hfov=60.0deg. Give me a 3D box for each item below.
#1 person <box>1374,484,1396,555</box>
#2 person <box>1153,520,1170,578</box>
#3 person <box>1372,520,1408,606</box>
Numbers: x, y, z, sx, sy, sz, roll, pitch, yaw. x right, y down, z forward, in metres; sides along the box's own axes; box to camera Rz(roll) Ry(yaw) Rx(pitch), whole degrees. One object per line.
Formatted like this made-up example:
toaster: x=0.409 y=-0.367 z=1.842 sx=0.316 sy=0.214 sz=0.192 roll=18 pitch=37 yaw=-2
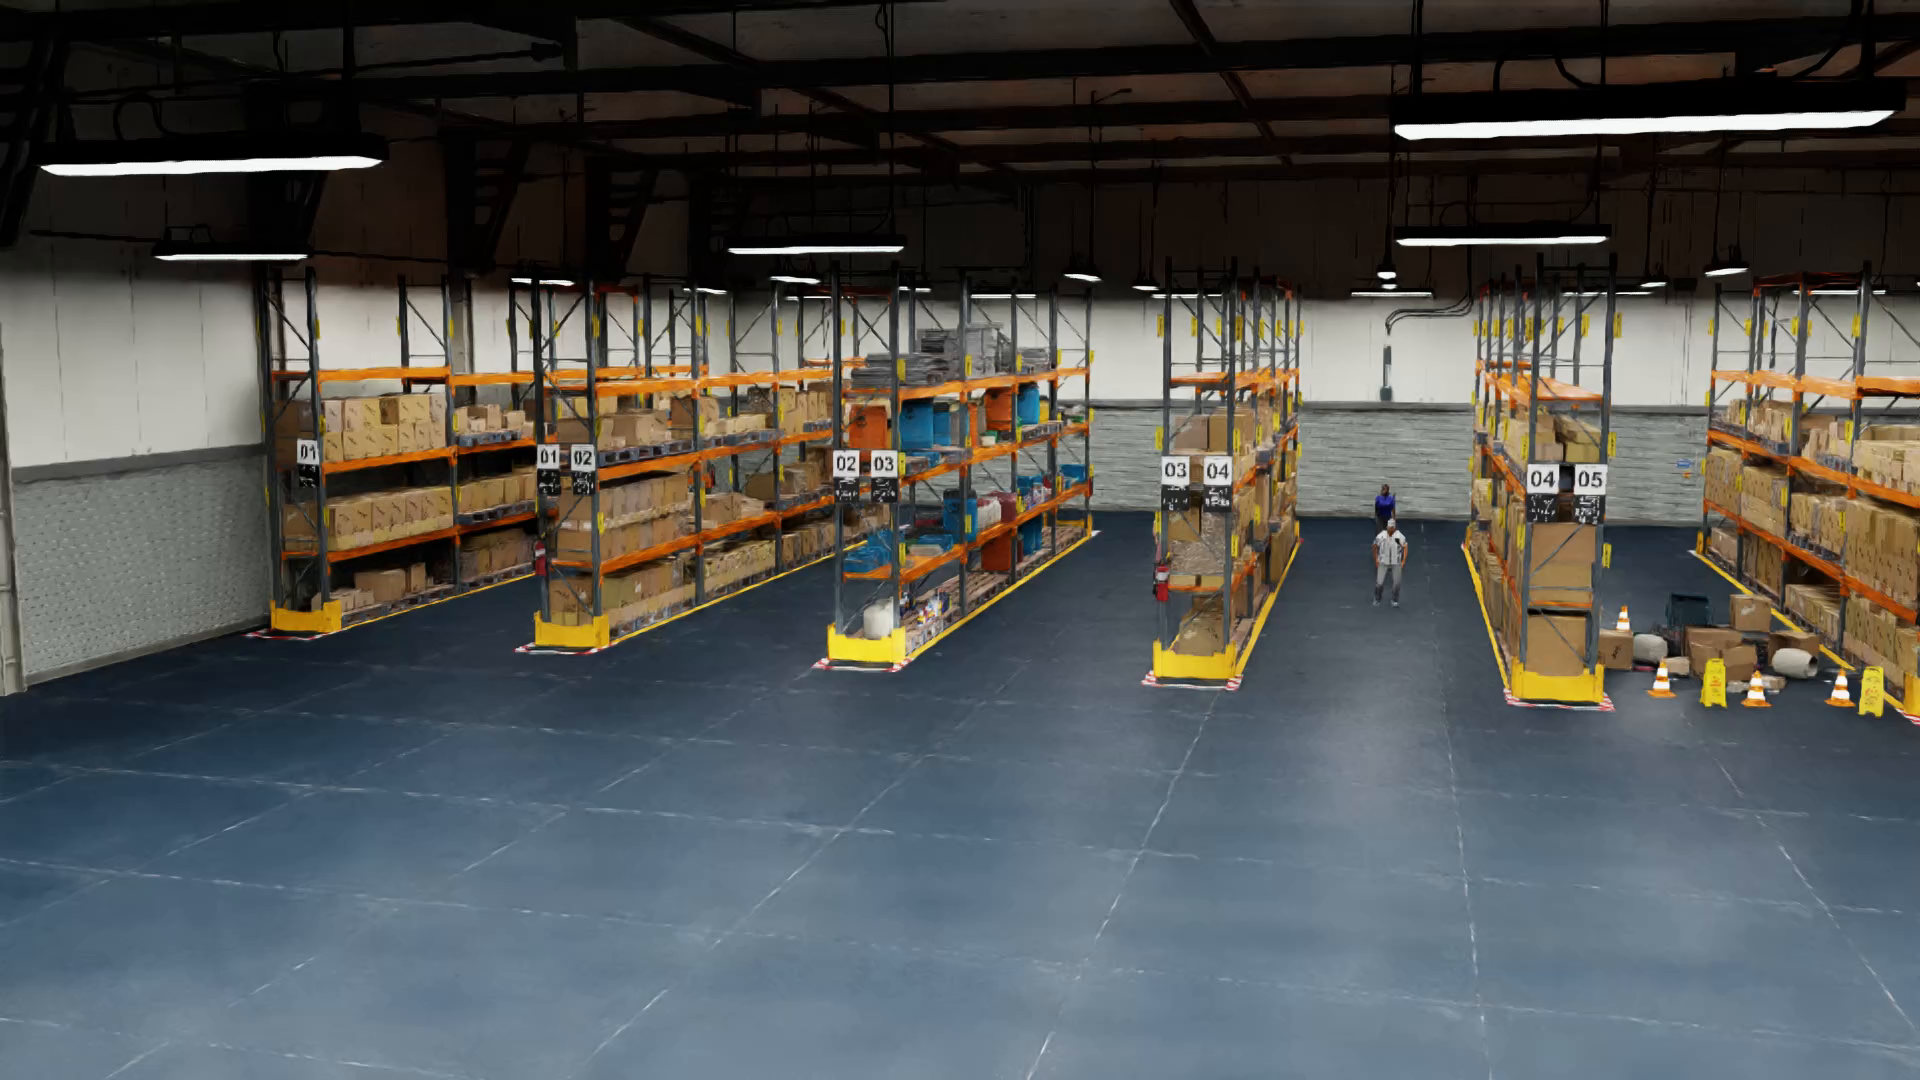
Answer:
person: x=9.424 y=-0.469 z=36.875 sx=0.445 sy=1.574 sz=1.077 roll=2 pitch=7 yaw=13
person: x=4.114 y=0.030 z=32.998 sx=0.600 sy=1.612 sz=0.521 roll=2 pitch=7 yaw=12
person: x=7.761 y=0.414 z=30.039 sx=0.628 sy=1.600 sz=0.596 roll=1 pitch=7 yaw=11
